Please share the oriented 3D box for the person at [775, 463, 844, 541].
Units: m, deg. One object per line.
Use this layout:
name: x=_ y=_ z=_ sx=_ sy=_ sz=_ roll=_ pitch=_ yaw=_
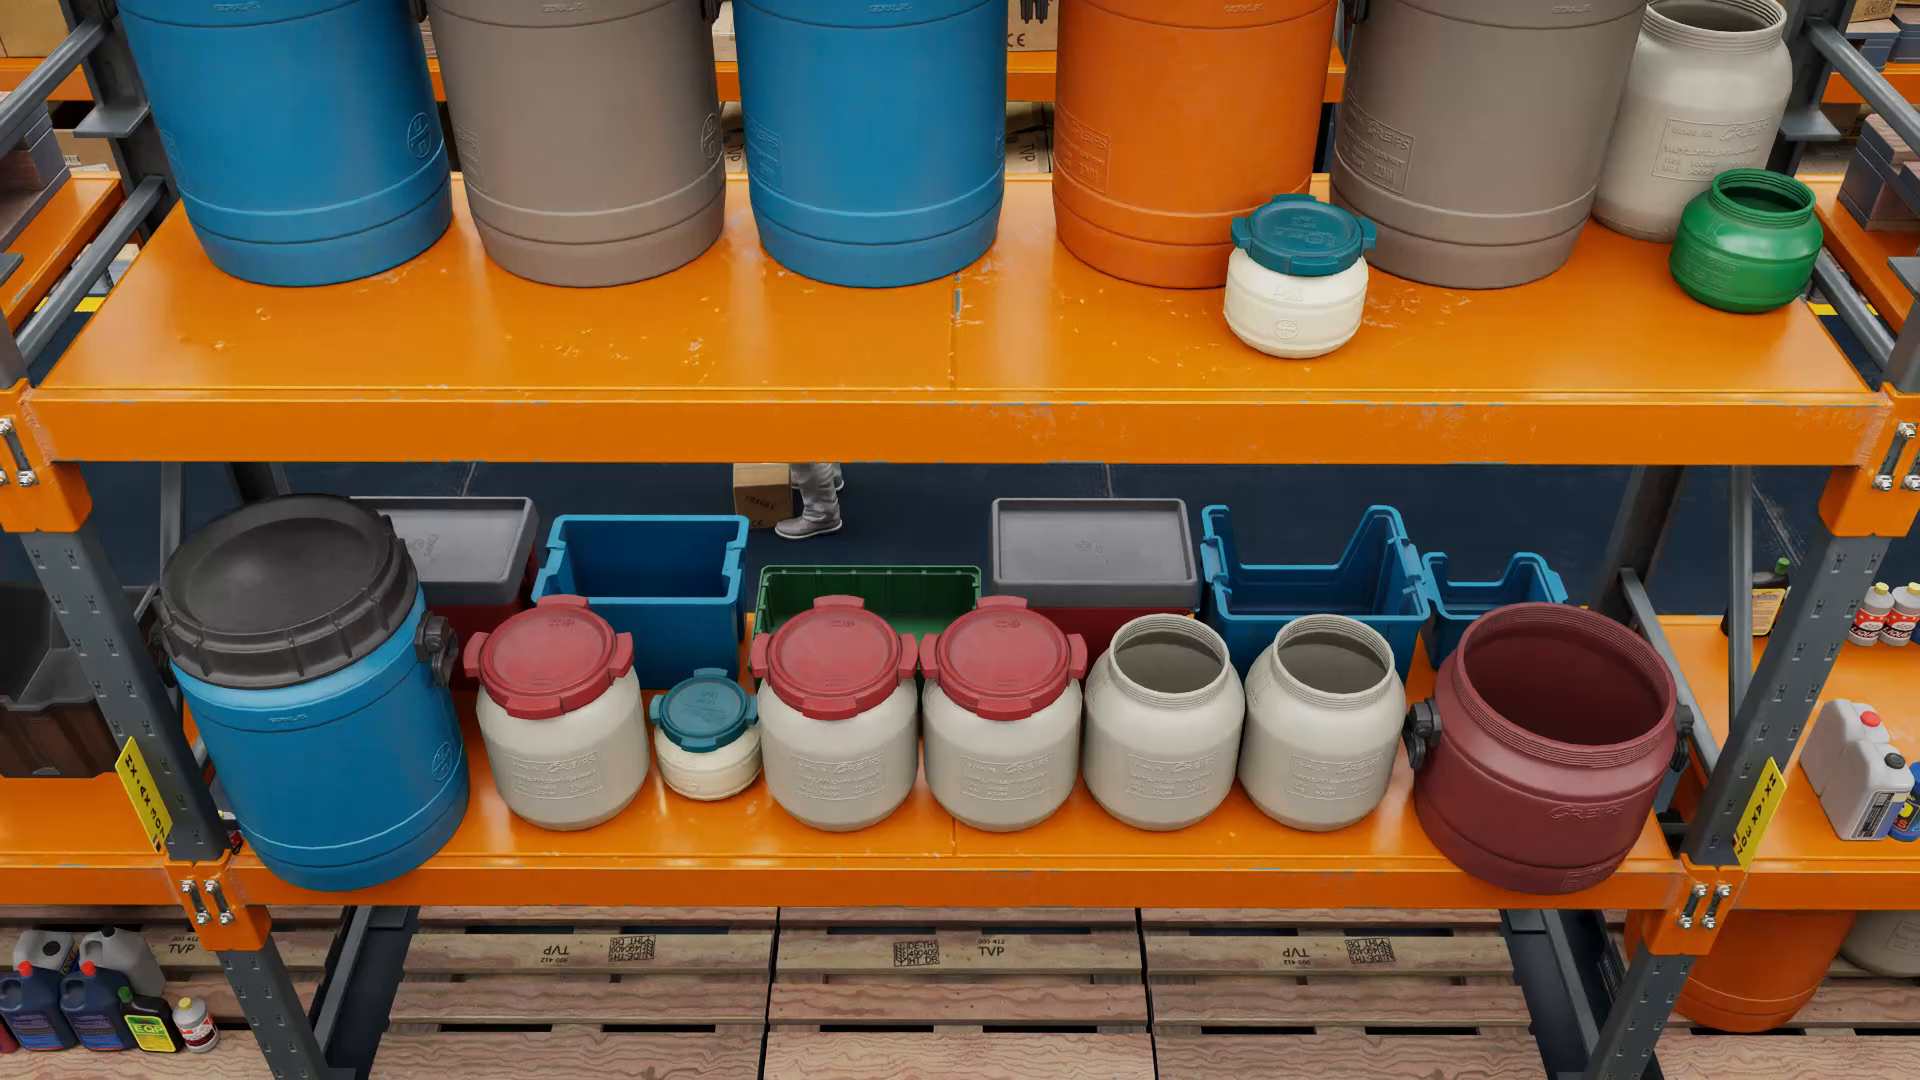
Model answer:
person: x=-0.670 y=-0.773 z=7.076 sx=0.466 sy=1.667 sz=0.539 roll=0 pitch=40 yaw=0
